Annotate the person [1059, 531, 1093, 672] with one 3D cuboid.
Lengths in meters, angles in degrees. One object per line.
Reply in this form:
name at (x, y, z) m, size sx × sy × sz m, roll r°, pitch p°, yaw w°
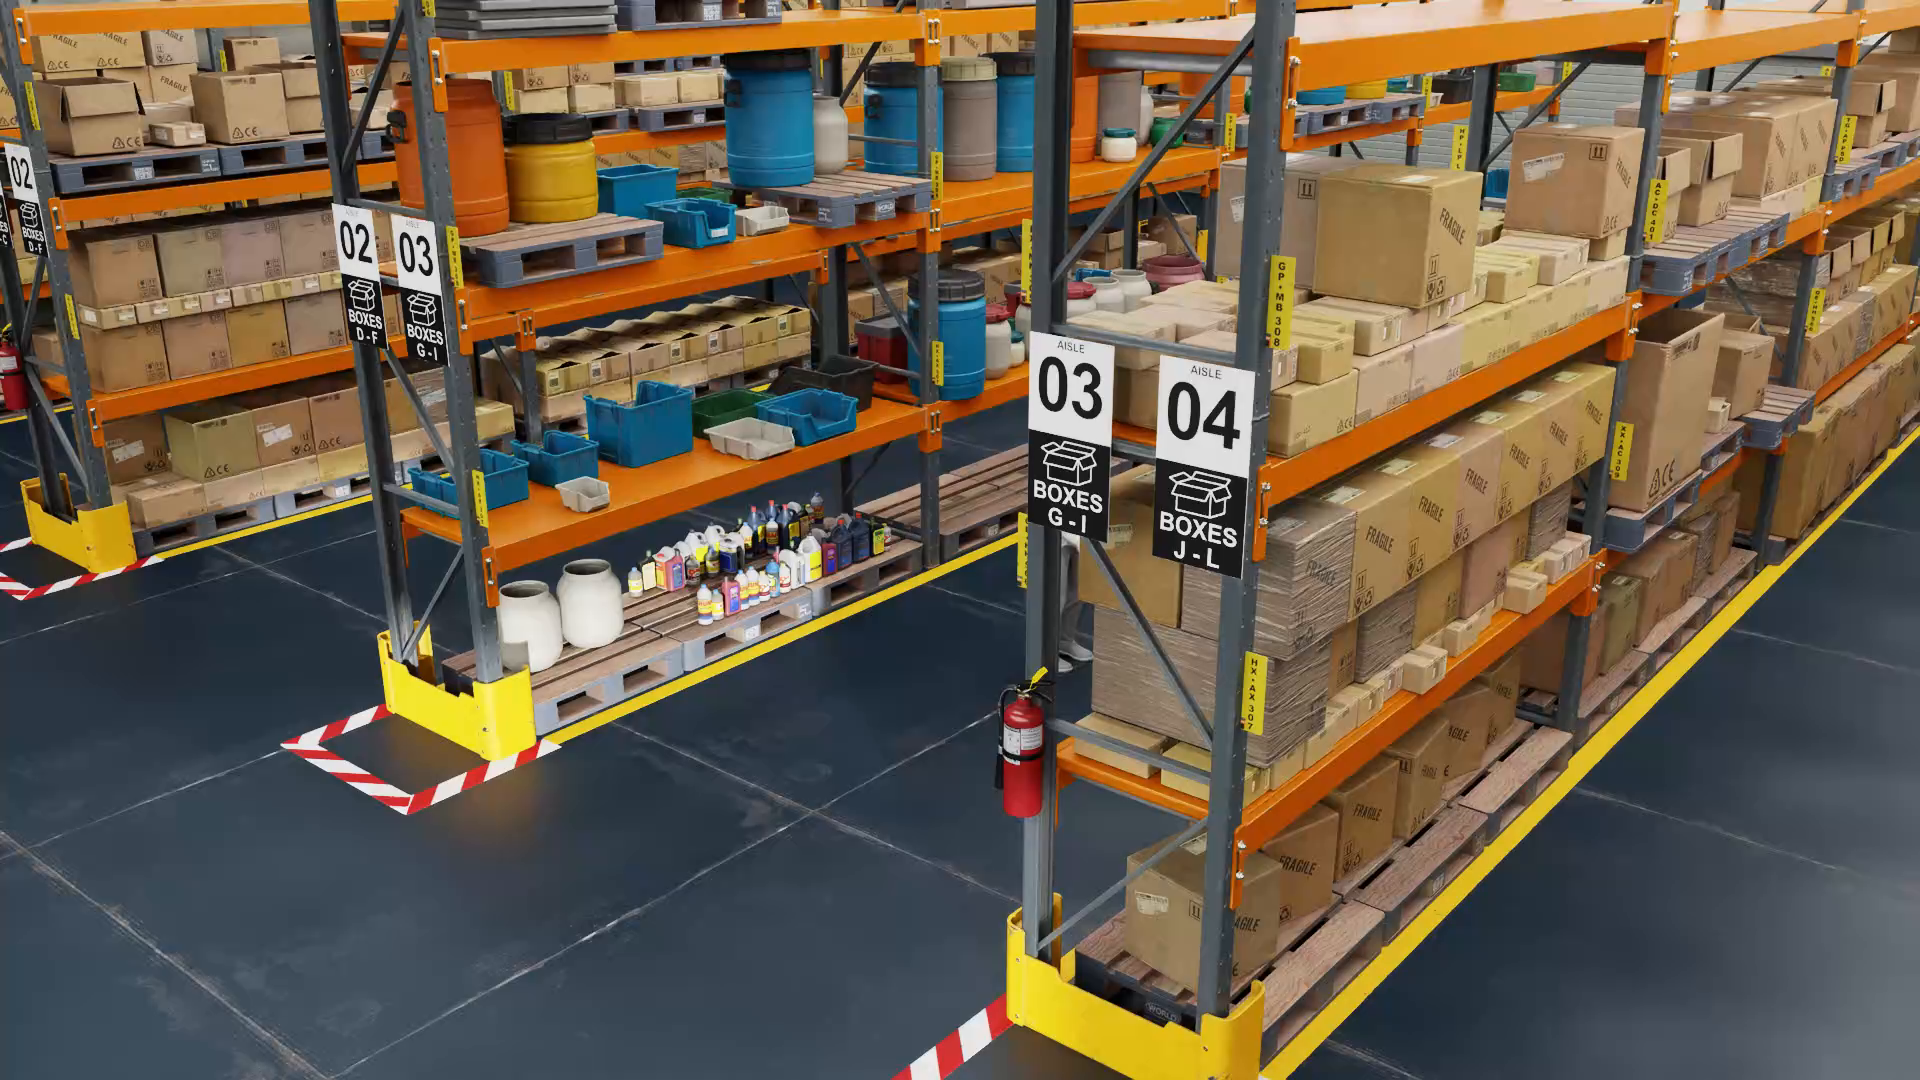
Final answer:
person at (0.735, 0.033, 10.947) m, size 0.555 × 1.687 × 0.461 m, roll 16°, pitch 26°, yaw 36°
